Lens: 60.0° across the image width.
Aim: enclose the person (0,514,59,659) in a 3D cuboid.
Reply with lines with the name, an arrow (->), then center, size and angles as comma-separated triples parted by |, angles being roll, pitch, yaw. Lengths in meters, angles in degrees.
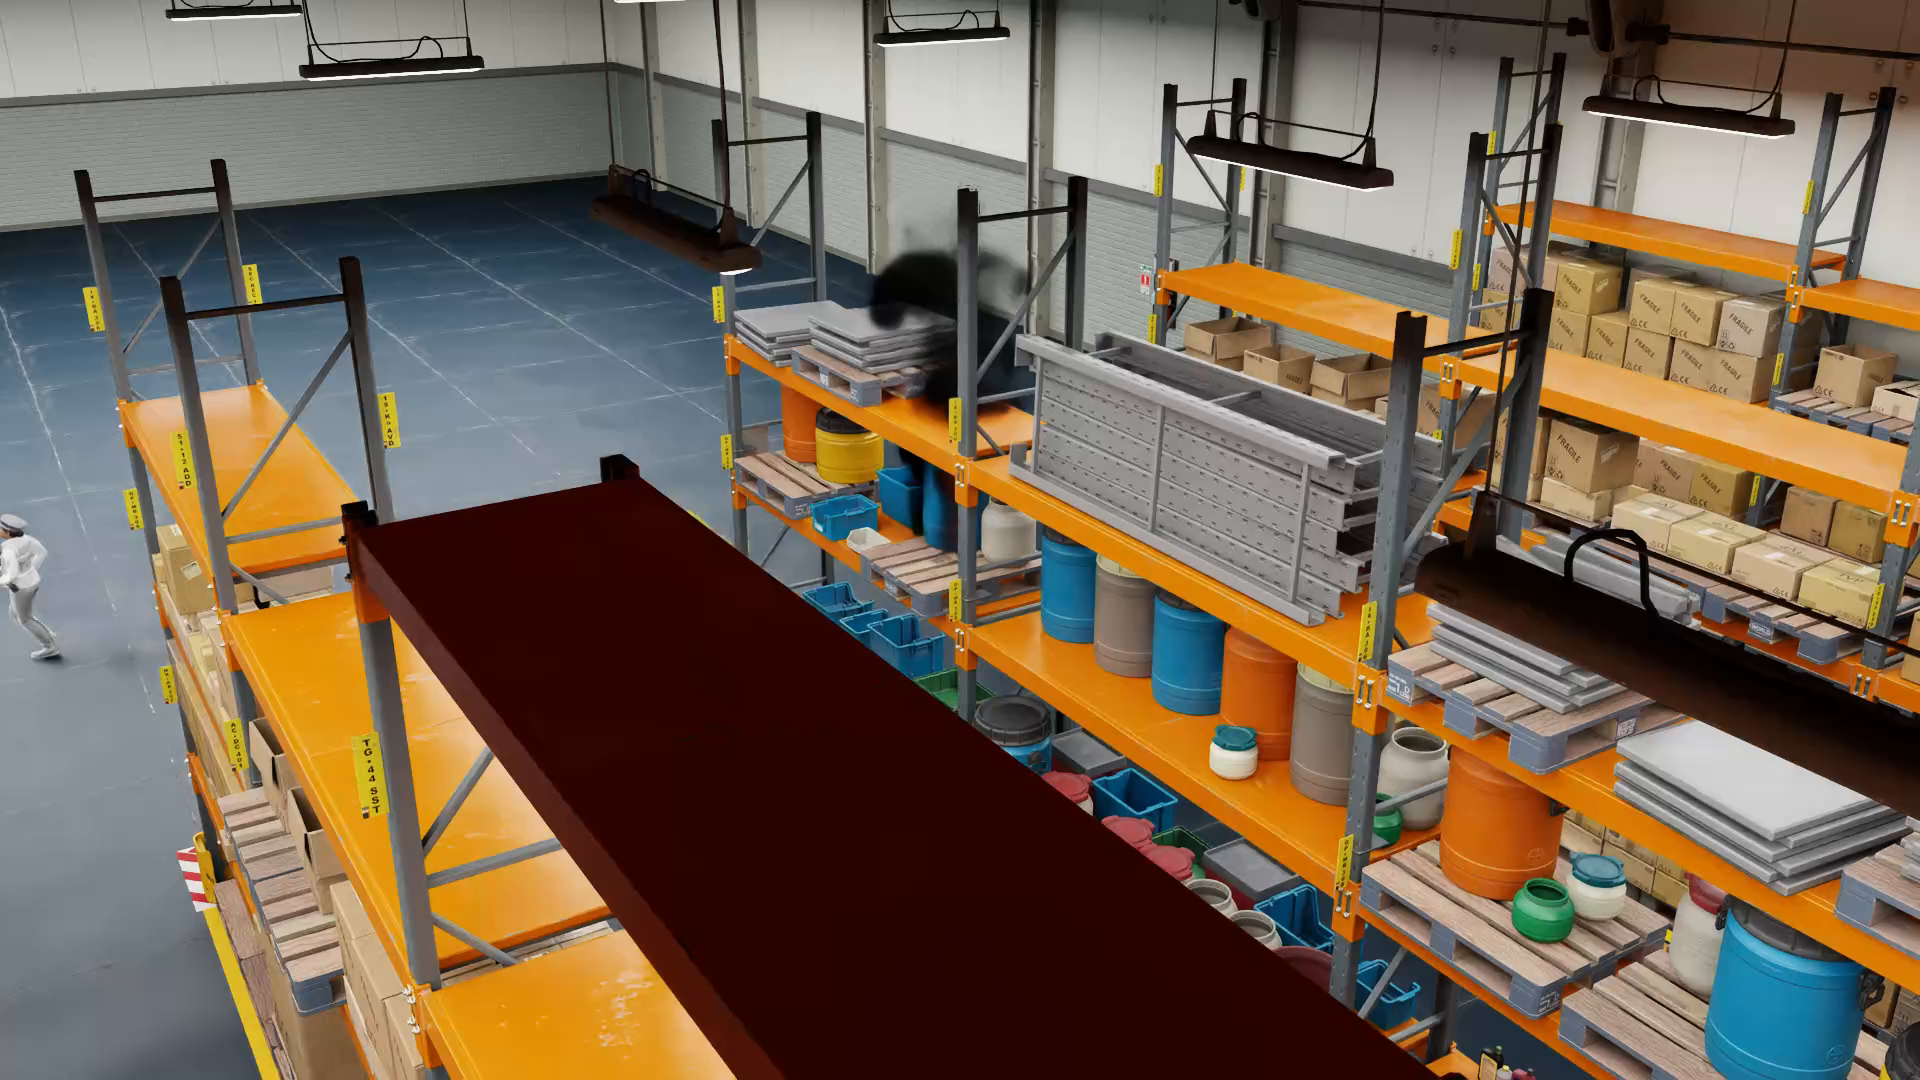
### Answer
person -> -10.123, 0.501, 17.910 | 0.509, 1.676, 0.596 | -2, 22, -5
